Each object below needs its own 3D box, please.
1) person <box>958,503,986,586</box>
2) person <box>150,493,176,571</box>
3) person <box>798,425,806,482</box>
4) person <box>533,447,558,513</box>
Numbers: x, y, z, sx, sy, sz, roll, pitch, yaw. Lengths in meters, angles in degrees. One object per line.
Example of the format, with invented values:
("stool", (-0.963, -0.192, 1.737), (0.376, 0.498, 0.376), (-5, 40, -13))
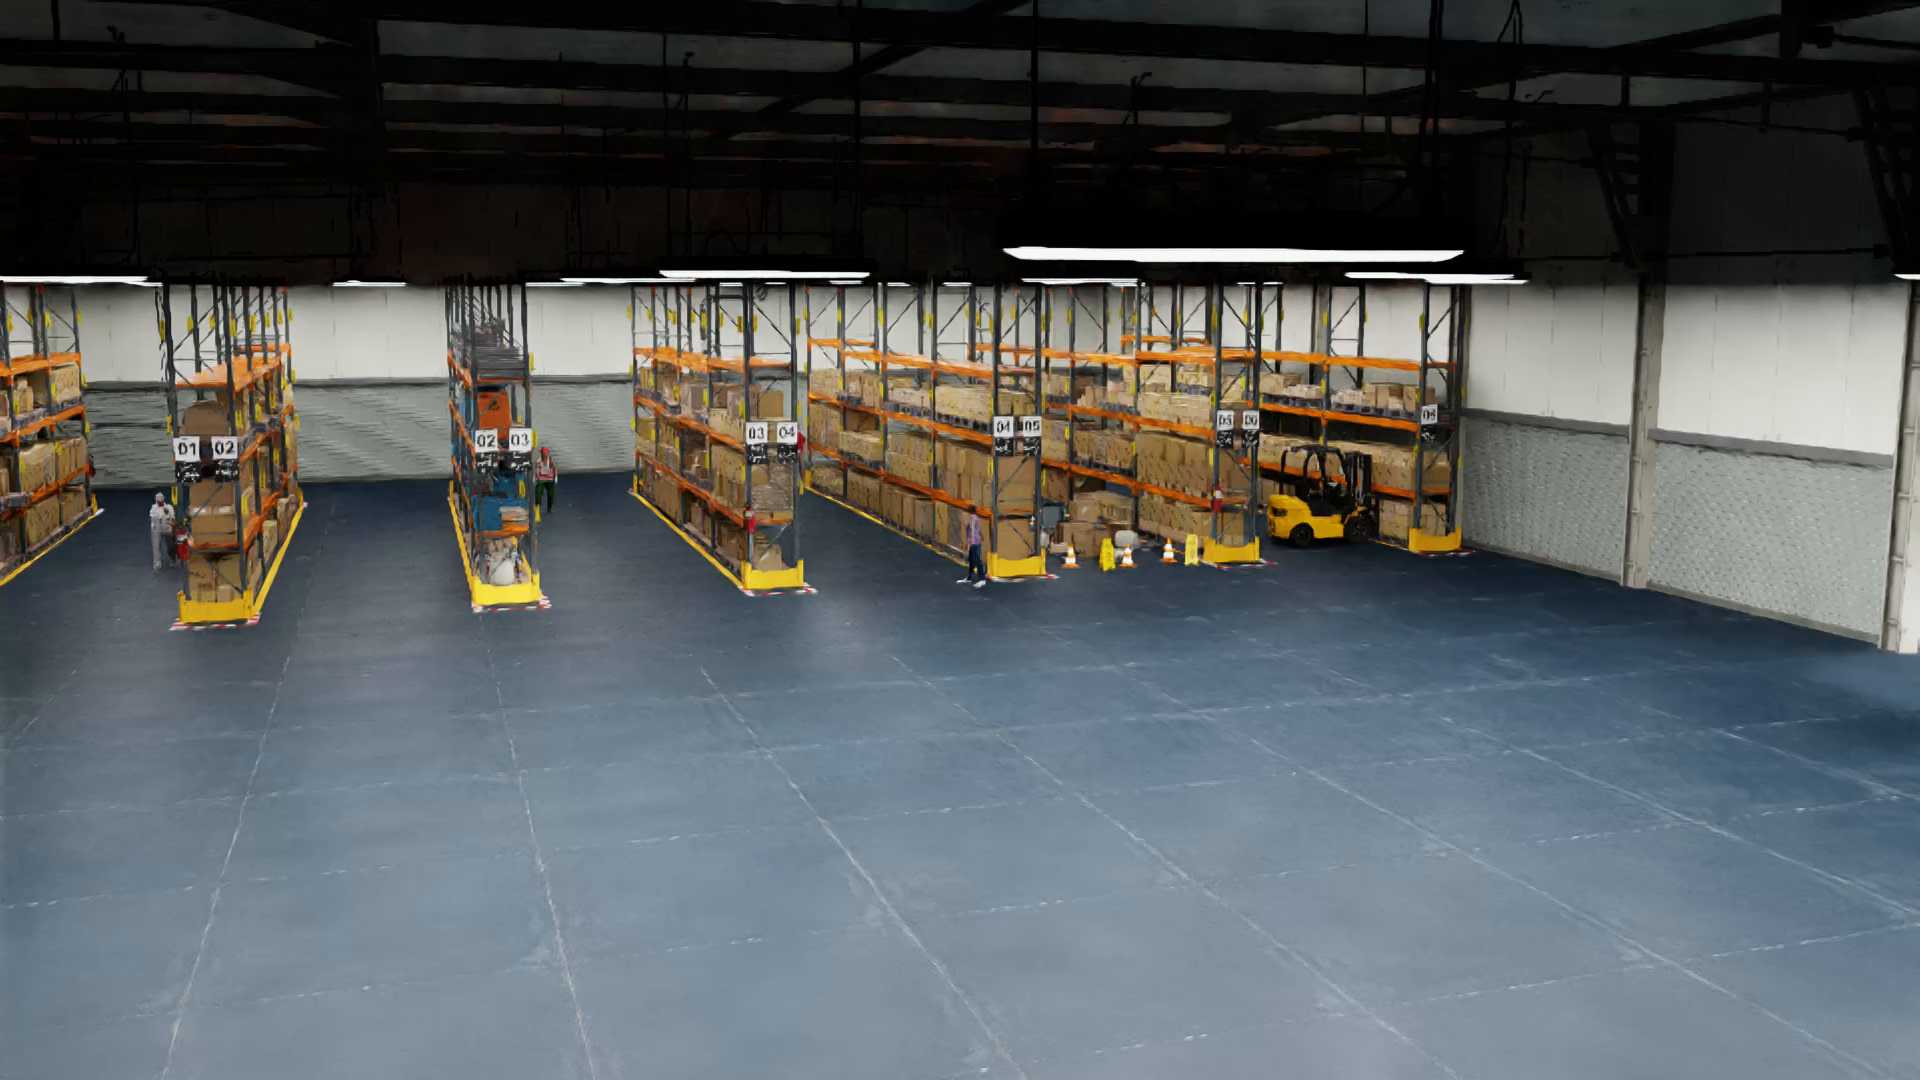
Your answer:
("person", (0.233, 0.083, 32.209), (0.538, 1.576, 0.540), (0, 9, 1))
("person", (-16.281, -0.188, 33.996), (0.481, 1.583, 1.083), (-3, 9, -20))
("person", (-4.786, -2.572, 49.384), (0.537, 1.724, 0.507), (5, 10, 29))
("person", (-10.607, -1.528, 42.470), (0.677, 1.742, 0.552), (-3, 9, -20))
